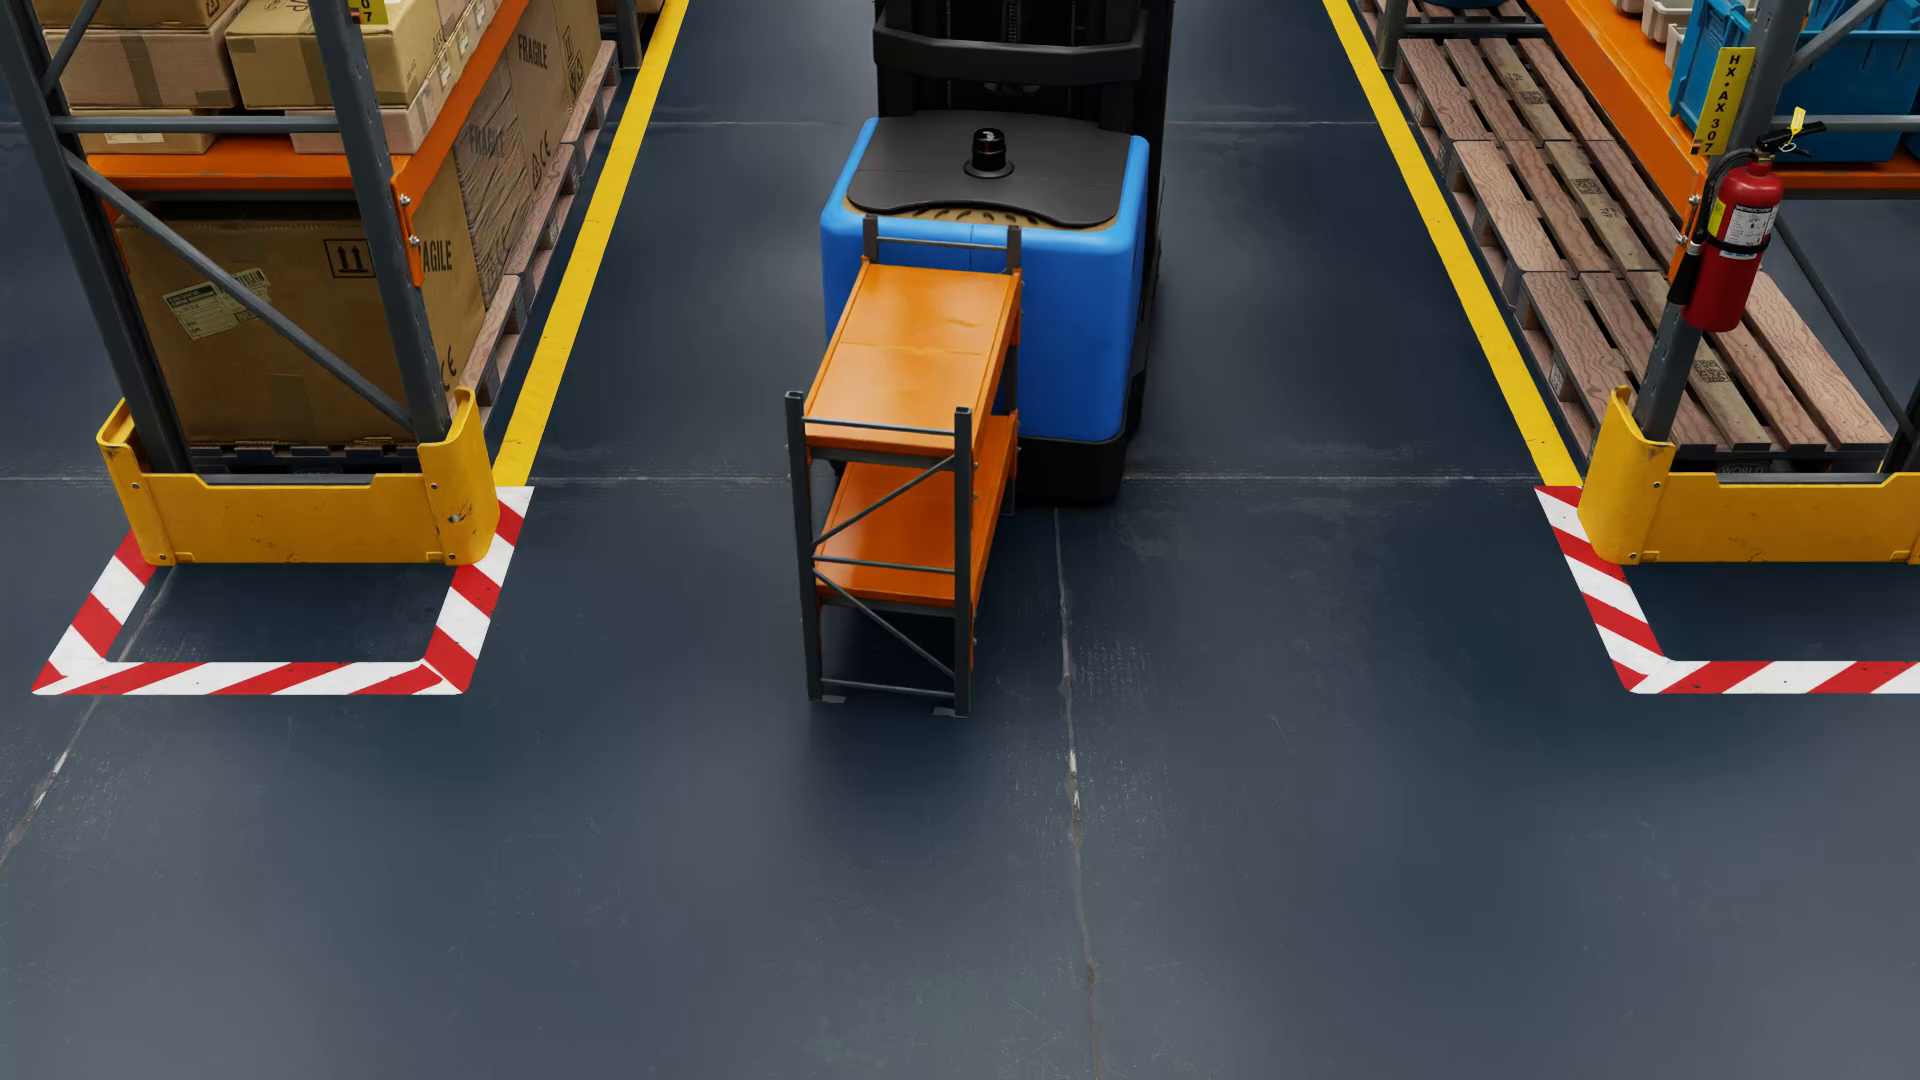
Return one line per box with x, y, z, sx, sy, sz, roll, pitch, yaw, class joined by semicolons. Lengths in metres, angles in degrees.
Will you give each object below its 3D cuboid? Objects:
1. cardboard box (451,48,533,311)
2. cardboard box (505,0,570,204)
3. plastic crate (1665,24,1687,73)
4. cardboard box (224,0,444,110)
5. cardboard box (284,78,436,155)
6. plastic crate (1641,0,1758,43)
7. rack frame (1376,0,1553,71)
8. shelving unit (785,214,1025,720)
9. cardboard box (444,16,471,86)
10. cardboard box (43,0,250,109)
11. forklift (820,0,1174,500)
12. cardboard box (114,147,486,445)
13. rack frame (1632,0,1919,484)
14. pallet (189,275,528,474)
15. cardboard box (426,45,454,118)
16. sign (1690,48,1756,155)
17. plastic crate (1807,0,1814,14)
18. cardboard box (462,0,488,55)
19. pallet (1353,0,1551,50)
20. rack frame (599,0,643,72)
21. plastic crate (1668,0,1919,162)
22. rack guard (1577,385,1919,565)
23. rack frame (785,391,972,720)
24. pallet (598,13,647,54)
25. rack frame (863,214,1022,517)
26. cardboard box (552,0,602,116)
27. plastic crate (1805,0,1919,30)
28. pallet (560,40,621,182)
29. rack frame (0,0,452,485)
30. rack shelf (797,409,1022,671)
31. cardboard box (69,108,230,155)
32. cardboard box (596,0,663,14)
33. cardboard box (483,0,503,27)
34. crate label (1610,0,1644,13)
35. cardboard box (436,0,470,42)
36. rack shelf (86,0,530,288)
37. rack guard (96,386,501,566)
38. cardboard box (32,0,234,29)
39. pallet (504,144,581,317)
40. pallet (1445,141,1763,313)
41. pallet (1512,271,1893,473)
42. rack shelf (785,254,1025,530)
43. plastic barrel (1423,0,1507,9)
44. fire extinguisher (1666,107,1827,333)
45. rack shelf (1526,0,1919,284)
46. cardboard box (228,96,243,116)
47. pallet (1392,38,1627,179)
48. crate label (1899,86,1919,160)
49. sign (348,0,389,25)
-2.286;-1.510;6.598;0.875;0.875;0.875;0;39;0;cardboard box
-2.287;-2.066;7.293;0.875;0.875;0.875;0;39;0;cardboard box
2.567;-1.640;5.560;0.396;0.136;0.243;0;39;0;plastic crate
-1.935;-1.564;5.185;0.500;0.250;0.500;-1;39;-1;cardboard box
-1.875;-1.330;5.212;0.380;0.149;0.250;0;39;0;cardboard box
2.581;-1.821;5.786;0.396;0.136;0.243;0;39;0;plastic crate
2.744;-3.711;7.982;1.000;3.000;0.127;0;39;0;rack frame
-0.137;-0.240;5.150;0.538;1.125;1.048;6;39;7;shelving unit
-1.877;-1.650;5.612;0.380;0.149;0.250;-1;39;-1;cardboard box
-2.470;-1.566;5.188;0.500;0.250;0.500;-1;39;-1;cardboard box
0.271;-2.205;6.158;1.130;2.935;3.031;6;39;7;forklift
-2.285;-0.941;5.888;0.875;0.875;0.875;0;39;0;cardboard box
2.749;-1.209;4.860;1.000;3.000;0.127;0;39;0;rack frame
-2.283;-0.618;6.352;1.003;0.211;1.213;0;39;0;pallet
-1.876;-1.490;5.412;0.380;0.149;0.250;-1;39;-1;cardboard box
2.199;-1.262;4.796;0.100;0.325;0.005;0;39;0;sign
3.159;-1.909;5.897;0.250;0.136;0.298;0;39;0;plastic crate
-1.878;-1.814;5.815;0.380;0.149;0.250;-1;39;-1;cardboard box
2.785;-3.105;9.456;1.003;0.211;1.213;0;39;0;pallet
-2.209;-3.707;7.977;1.000;3.000;0.127;0;39;0;rack frame
2.562;-1.456;5.092;0.616;0.435;0.499;0;39;0;plastic crate
2.762;-0.219;5.623;1.175;0.500;0.348;0;39;0;rack guard
-0.218;0.074;4.759;0.500;1.125;0.032;6;39;7;rack frame
-2.285;-3.101;9.451;1.003;0.211;1.213;0;39;0;pallet
-0.056;-0.554;5.542;0.500;1.125;0.032;6;39;7;rack frame
-2.288;-2.629;7.995;0.875;0.875;0.875;0;39;0;cardboard box
3.077;-1.734;5.601;0.416;0.233;0.300;0;39;0;plastic crate
-2.286;-2.143;8.256;1.003;0.211;1.213;0;39;0;pallet
-2.204;-1.206;4.856;1.000;3.000;0.127;0;39;0;rack frame
-0.137;-0.050;5.303;0.538;0.278;1.000;6;39;7;rack shelf
-2.534;-1.330;5.212;0.380;0.149;0.250;1;39;1;cardboard box
-2.229;-3.442;9.010;1.225;0.875;0.875;0;39;0;cardboard box
-1.878;-1.973;6.014;0.380;0.149;0.250;-1;39;-1;cardboard box
2.556;-1.995;6.004;0.396;0.136;0.243;0;39;0;crate label
-1.942;-1.889;5.590;0.500;0.250;0.500;0;39;-1;cardboard box
-2.206;-2.176;6.642;1.077;0.370;4.000;0;39;0;rack shelf
-2.204;-0.215;5.619;1.175;0.500;0.348;0;39;0;rack guard
-2.468;-1.860;4.955;0.500;0.500;0.500;0;39;1;cardboard box
-2.282;-1.379;7.301;1.003;0.211;1.213;0;39;0;pallet
2.788;-1.398;7.326;1.003;0.211;1.213;0;39;0;pallet
2.787;-0.637;6.376;1.003;0.211;1.213;0;39;0;pallet
-0.137;-0.469;4.967;0.538;0.278;1.000;6;39;7;rack shelf
2.761;-3.396;8.931;0.600;0.901;0.708;0;39;0;plastic barrel
2.295;-0.939;4.883;0.296;0.674;0.183;0;39;0;fire extinguisher
2.746;-2.179;6.646;1.077;0.370;4.000;0;39;0;rack shelf
-2.536;-1.493;5.415;0.380;0.149;0.250;0;39;0;cardboard box
2.784;-2.163;8.280;1.003;0.211;1.213;0;39;0;pallet
3.078;-1.322;5.087;0.416;0.233;0.303;0;39;0;crate label
-1.649;-1.571;4.556;0.100;0.325;0.005;0;39;0;sign
